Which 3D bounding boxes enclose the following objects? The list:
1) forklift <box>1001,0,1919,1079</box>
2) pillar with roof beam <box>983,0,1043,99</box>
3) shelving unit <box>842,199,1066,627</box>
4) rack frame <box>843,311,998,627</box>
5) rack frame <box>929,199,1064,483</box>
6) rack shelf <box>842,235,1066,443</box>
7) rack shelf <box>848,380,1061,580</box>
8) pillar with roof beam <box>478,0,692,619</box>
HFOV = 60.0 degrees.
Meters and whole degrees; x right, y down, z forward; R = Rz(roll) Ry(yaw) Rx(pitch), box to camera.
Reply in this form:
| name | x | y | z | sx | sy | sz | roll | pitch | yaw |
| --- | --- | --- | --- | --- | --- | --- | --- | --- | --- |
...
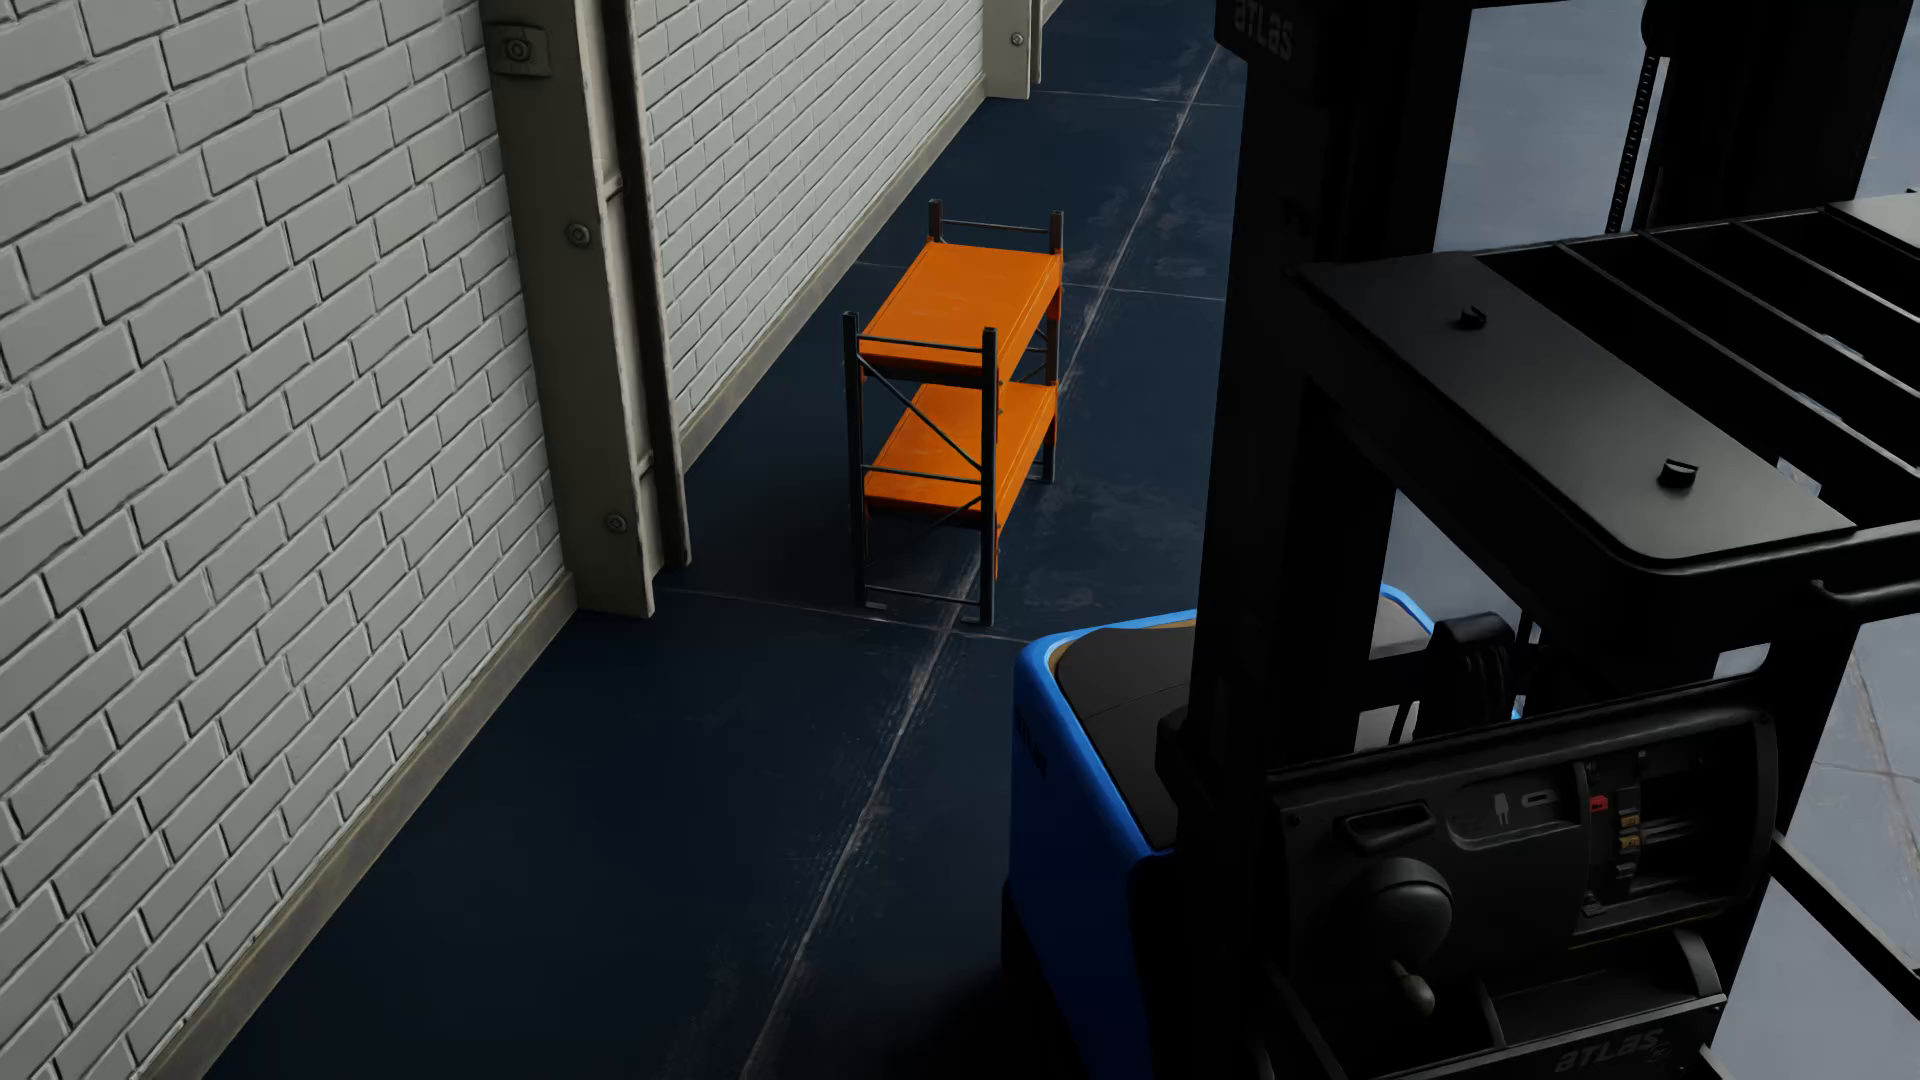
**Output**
| name | x | y | z | sx | sy | sz | roll | pitch | yaw |
| --- | --- | --- | --- | --- | --- | --- | --- | --- | --- |
| forklift | 1.021 | 0.584 | 2.600 | 1.130 | 2.935 | 3.031 | -9 | 34 | -14 |
| pillar with roof beam | 4.501 | -6.173 | 7.573 | 9.100 | 9.000 | 0.400 | 8 | 33 | 12 |
| shelving unit | 0.002 | -0.478 | 5.954 | 0.538 | 1.125 | 1.048 | 8 | 33 | 12 |
| rack frame | -0.127 | -0.214 | 5.539 | 0.500 | 1.125 | 0.032 | 8 | 33 | 12 |
| rack frame | 0.131 | -0.742 | 6.369 | 0.500 | 1.125 | 0.032 | 8 | 33 | 12 |
| rack shelf | 0.002 | -0.725 | 5.797 | 0.538 | 0.278 | 1.000 | 8 | 33 | 12 |
| rack shelf | 0.002 | -0.272 | 6.085 | 0.538 | 0.278 | 1.000 | 8 | 33 | 12 |
| pillar with roof beam | 2.978 | -3.060 | 2.675 | 9.100 | 9.000 | 0.400 | 8 | 33 | 12 |
